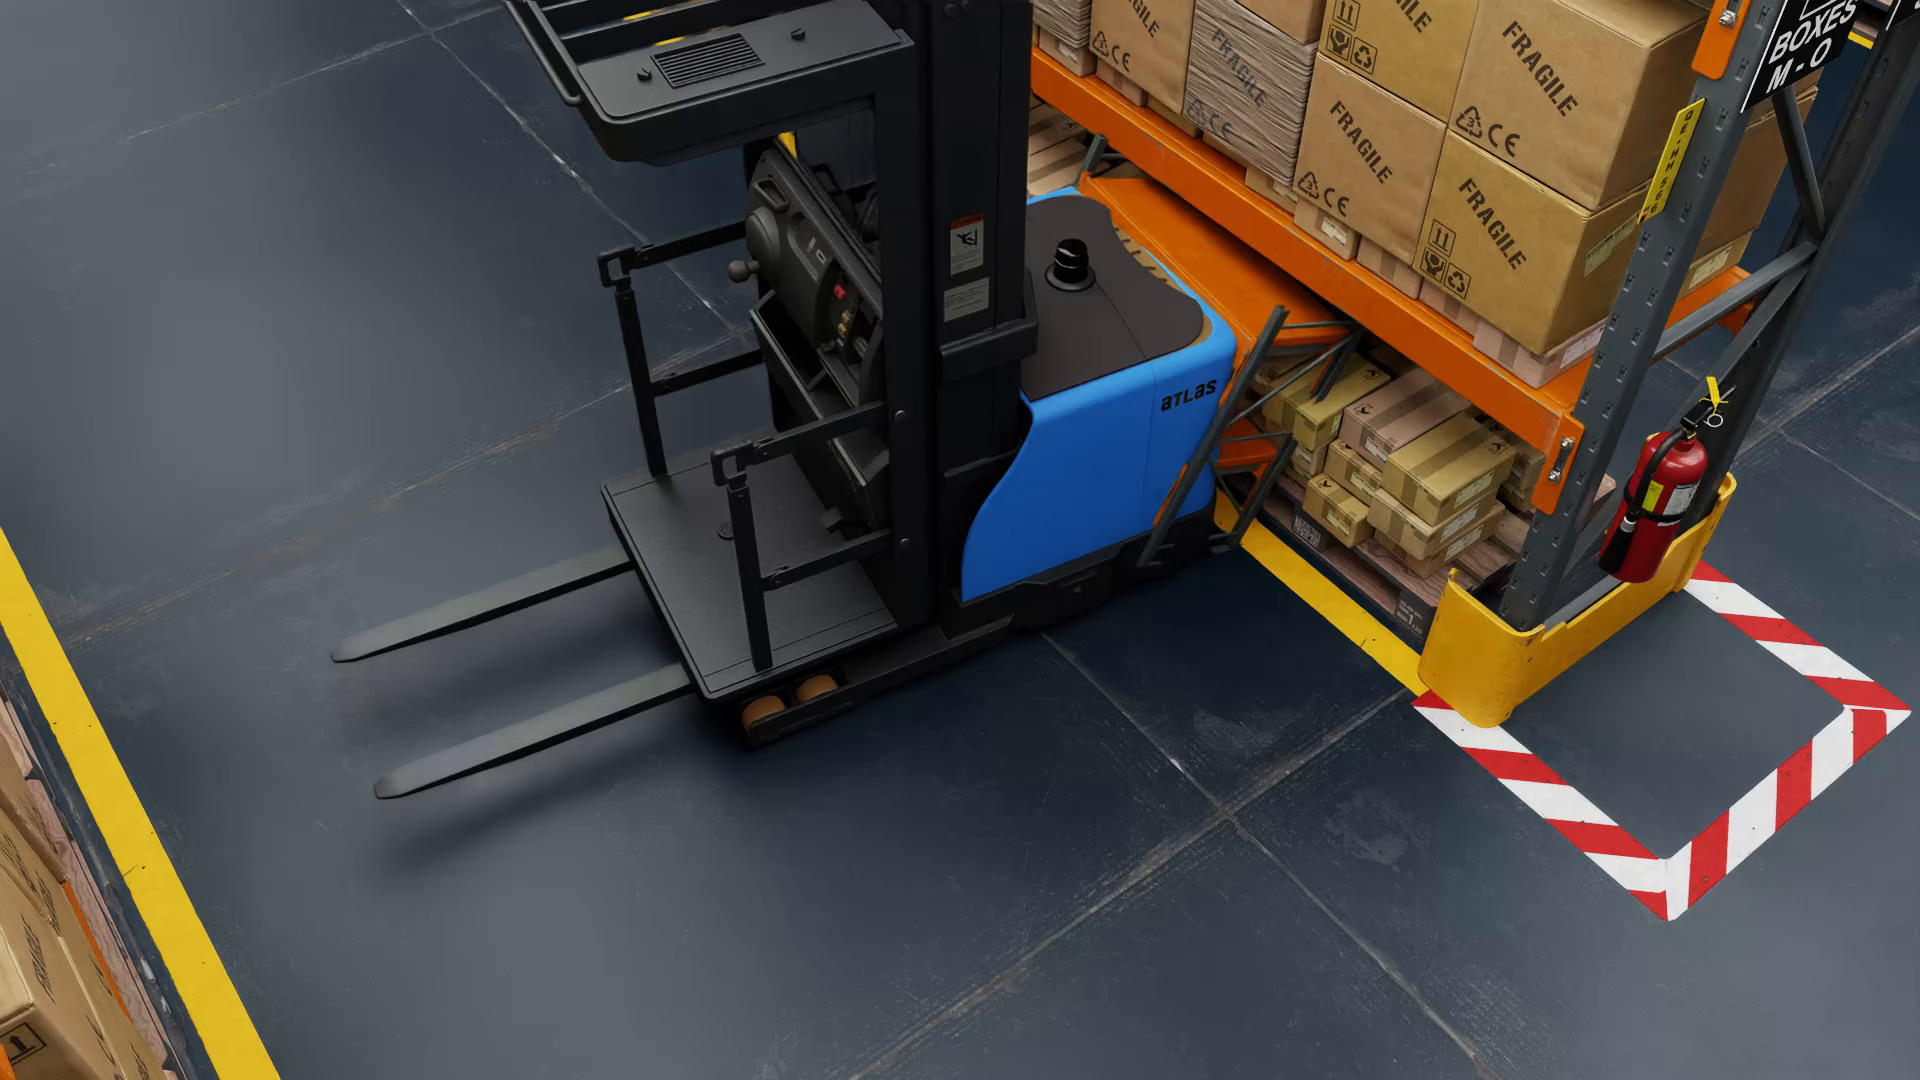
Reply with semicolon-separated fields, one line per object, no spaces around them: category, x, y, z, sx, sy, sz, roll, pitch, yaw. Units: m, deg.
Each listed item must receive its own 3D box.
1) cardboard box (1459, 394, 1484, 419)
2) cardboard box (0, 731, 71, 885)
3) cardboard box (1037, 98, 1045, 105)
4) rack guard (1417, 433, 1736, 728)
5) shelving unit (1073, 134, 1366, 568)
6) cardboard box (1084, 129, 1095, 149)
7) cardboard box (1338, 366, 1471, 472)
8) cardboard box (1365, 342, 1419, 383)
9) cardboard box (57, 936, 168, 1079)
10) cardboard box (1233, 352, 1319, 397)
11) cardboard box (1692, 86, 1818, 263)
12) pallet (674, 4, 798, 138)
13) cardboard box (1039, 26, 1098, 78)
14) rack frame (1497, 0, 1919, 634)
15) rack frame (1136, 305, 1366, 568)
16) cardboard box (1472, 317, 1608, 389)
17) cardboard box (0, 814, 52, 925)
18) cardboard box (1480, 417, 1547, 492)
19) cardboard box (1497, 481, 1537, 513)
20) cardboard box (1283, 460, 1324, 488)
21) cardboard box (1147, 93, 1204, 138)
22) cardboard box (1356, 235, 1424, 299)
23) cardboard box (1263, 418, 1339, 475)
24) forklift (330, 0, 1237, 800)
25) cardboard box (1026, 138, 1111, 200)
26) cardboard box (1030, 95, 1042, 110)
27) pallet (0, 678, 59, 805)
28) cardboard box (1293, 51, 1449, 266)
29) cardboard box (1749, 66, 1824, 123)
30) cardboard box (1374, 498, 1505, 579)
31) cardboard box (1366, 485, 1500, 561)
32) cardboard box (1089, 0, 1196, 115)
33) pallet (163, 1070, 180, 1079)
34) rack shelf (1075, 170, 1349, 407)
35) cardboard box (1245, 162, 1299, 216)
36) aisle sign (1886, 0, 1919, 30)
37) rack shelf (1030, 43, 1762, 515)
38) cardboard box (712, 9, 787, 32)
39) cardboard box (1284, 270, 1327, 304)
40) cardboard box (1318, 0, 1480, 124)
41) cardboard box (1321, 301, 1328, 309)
cardboard box;1.881;-0.618;6.024;0.380;0.149;0.250;-28;54;-23
cardboard box;-2.372;0.577;3.635;0.500;0.500;0.500;-30;54;-24
cardboard box;0.563;-1.959;7.441;0.380;0.149;0.250;-31;55;-25
rack guard;2.145;0.130;5.794;1.175;0.500;0.348;-29;54;-24
shelving unit;0.754;-0.693;6.031;0.538;1.125;1.048;-9;48;-37
cardboard box;0.629;-1.849;7.141;0.380;0.149;0.250;-28;54;-23
cardboard box;1.562;-0.420;5.845;0.380;0.149;0.250;-28;54;-23
cardboard box;1.739;-0.663;6.267;0.380;0.149;0.250;-29;54;-24
cardboard box;-1.750;1.170;3.097;0.500;0.500;0.500;-30;54;-24
cardboard box;1.198;-0.697;6.096;0.380;0.149;0.250;-31;55;-25
cardboard box;2.139;-1.186;5.033;0.500;0.500;0.500;-27;53;-22
pallet;-0.704;-2.545;8.414;1.003;0.211;1.213;-29;54;-24
cardboard box;0.516;-1.870;6.090;0.380;0.149;0.250;-27;53;-22
rack frame;2.191;-0.664;4.828;1.000;3.000;0.127;-29;54;-24
rack frame;1.018;-0.354;5.759;0.500;1.125;0.032;-9;48;-37
cardboard box;1.769;-0.645;4.980;0.380;0.149;0.250;-29;54;-24
cardboard box;-2.070;0.534;2.999;0.500;0.500;0.500;-31;55;-25
cardboard box;2.078;-0.372;6.002;0.380;0.149;0.250;-27;53;-23
cardboard box;2.128;-0.300;6.138;0.380;0.149;0.250;-28;54;-23
cardboard box;1.379;-0.365;6.197;0.380;0.149;0.250;-30;54;-24
cardboard box;0.885;-1.593;5.840;0.380;0.149;0.250;-29;54;-23
cardboard box;1.484;-0.950;5.256;0.380;0.149;0.250;-30;54;-24
cardboard box;1.328;-0.436;6.061;0.380;0.149;0.250;-32;55;-25
forklift;-0.626;-0.749;4.951;3.031;2.935;1.130;-21;51;-18
cardboard box;0.390;-1.464;6.792;0.380;0.149;0.250;-28;54;-23
cardboard box;0.125;-1.794;7.091;0.380;0.149;0.250;-30;54;-24
pallet;-3.711;0.677;5.493;1.003;0.211;1.213;-29;54;-24
cardboard box;1.406;-1.253;5.093;0.500;0.500;0.500;-30;55;-25
cardboard box;2.130;-1.517;4.658;0.500;0.500;0.500;-30;54;-24
cardboard box;1.706;-0.065;5.925;0.380;0.149;0.250;-29;54;-23
cardboard box;1.644;-0.131;5.784;0.380;0.149;0.250;-31;55;-25
cardboard box;0.798;-1.847;5.631;0.500;0.500;0.500;-27;53;-22
pallet;-2.234;2.116;4.189;1.003;0.211;1.213;-29;54;-24
rack shelf;0.853;-0.908;5.858;0.538;0.278;1.000;-9;48;-37
cardboard box;1.175;-1.258;5.536;0.380;0.149;0.250;-32;55;-25
aisle sign;2.474;-1.629;3.947;0.394;0.787;0.004;-29;54;-24
rack shelf;0.980;-1.602;6.163;1.077;0.370;4.000;-29;54;-24
cardboard box;-0.880;-2.648;8.029;0.500;0.500;0.500;-30;55;-25
cardboard box;1.454;-1.100;6.462;0.380;0.149;0.250;-27;53;-23
cardboard box;1.409;-1.591;4.724;0.500;0.500;0.500;-31;55;-25
cardboard box;1.433;-0.977;6.551;0.380;0.149;0.250;-32;55;-26
